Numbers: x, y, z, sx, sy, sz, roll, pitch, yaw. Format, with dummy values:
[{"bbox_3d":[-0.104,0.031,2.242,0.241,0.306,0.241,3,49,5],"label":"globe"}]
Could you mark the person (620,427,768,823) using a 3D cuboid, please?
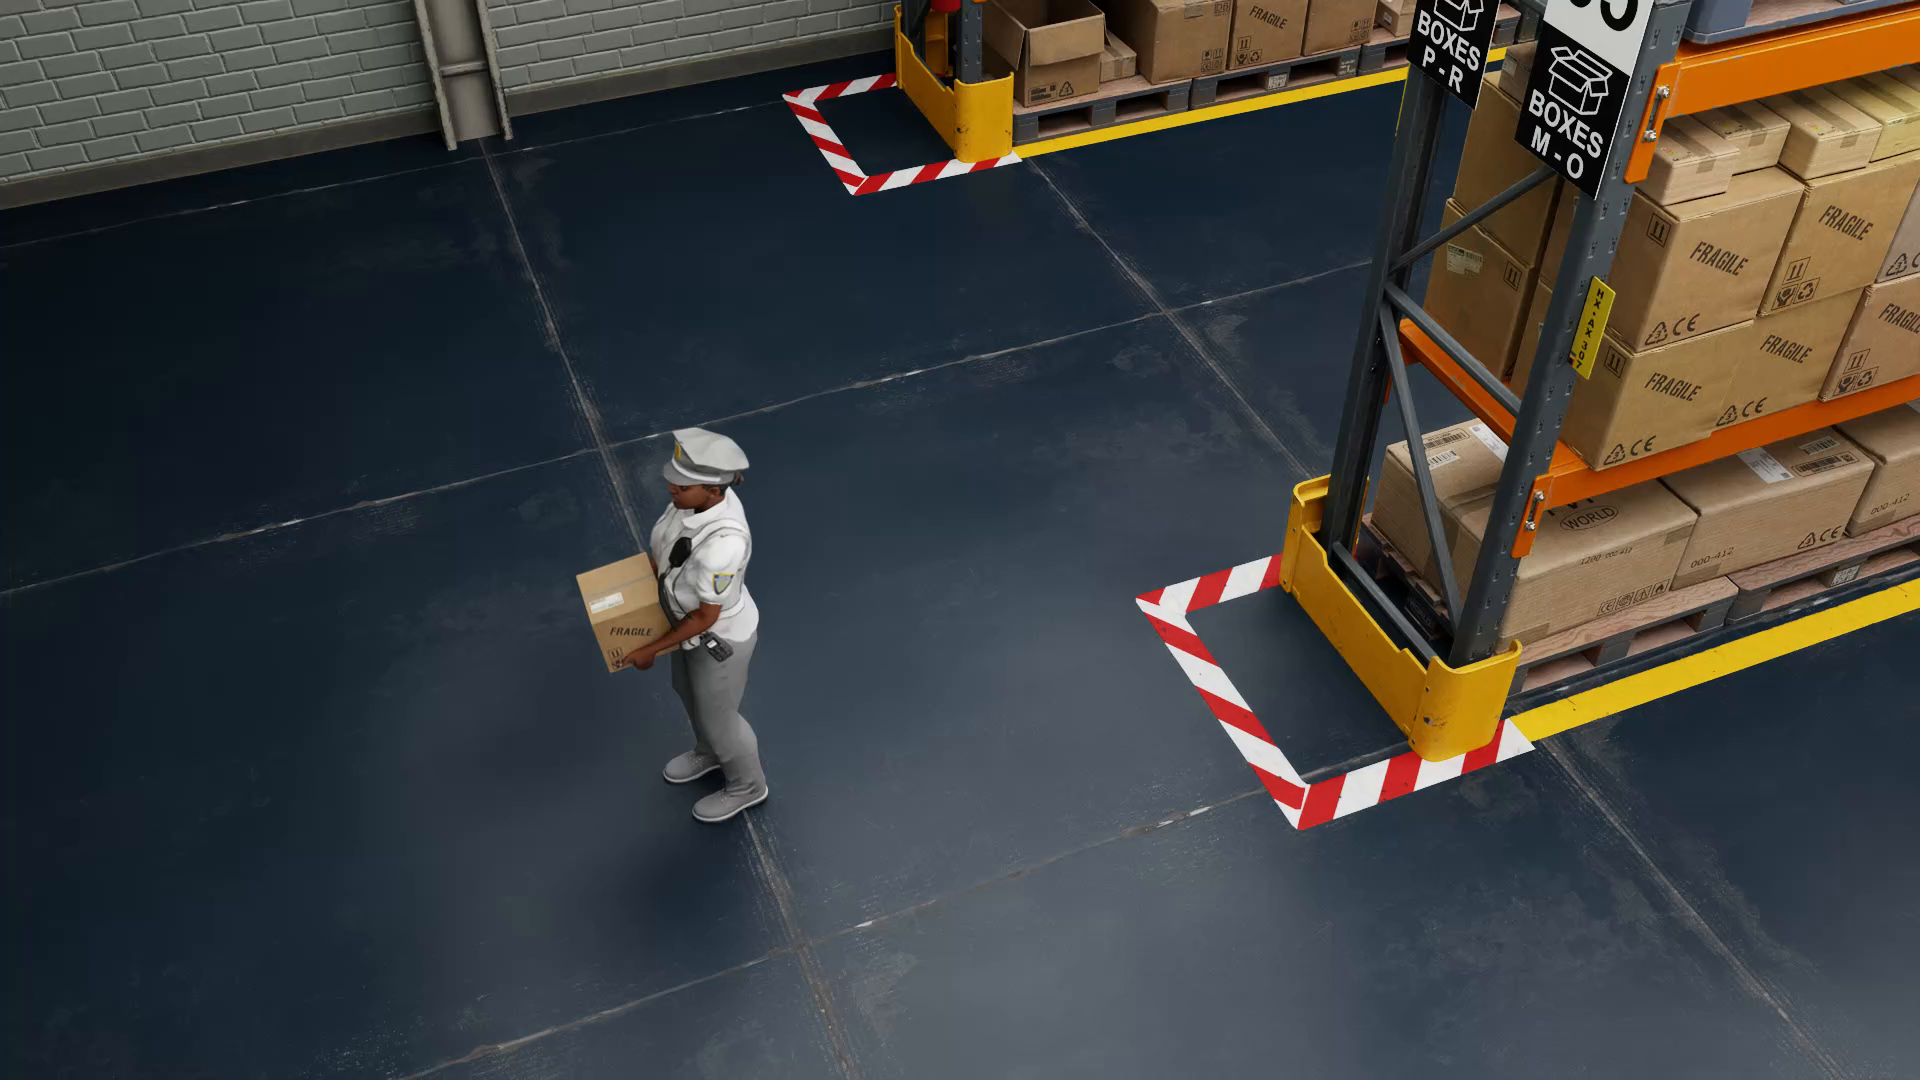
[{"bbox_3d":[-0.946,0.314,5.793,0.530,1.687,0.451,-15,44,-16],"label":"person"}]
